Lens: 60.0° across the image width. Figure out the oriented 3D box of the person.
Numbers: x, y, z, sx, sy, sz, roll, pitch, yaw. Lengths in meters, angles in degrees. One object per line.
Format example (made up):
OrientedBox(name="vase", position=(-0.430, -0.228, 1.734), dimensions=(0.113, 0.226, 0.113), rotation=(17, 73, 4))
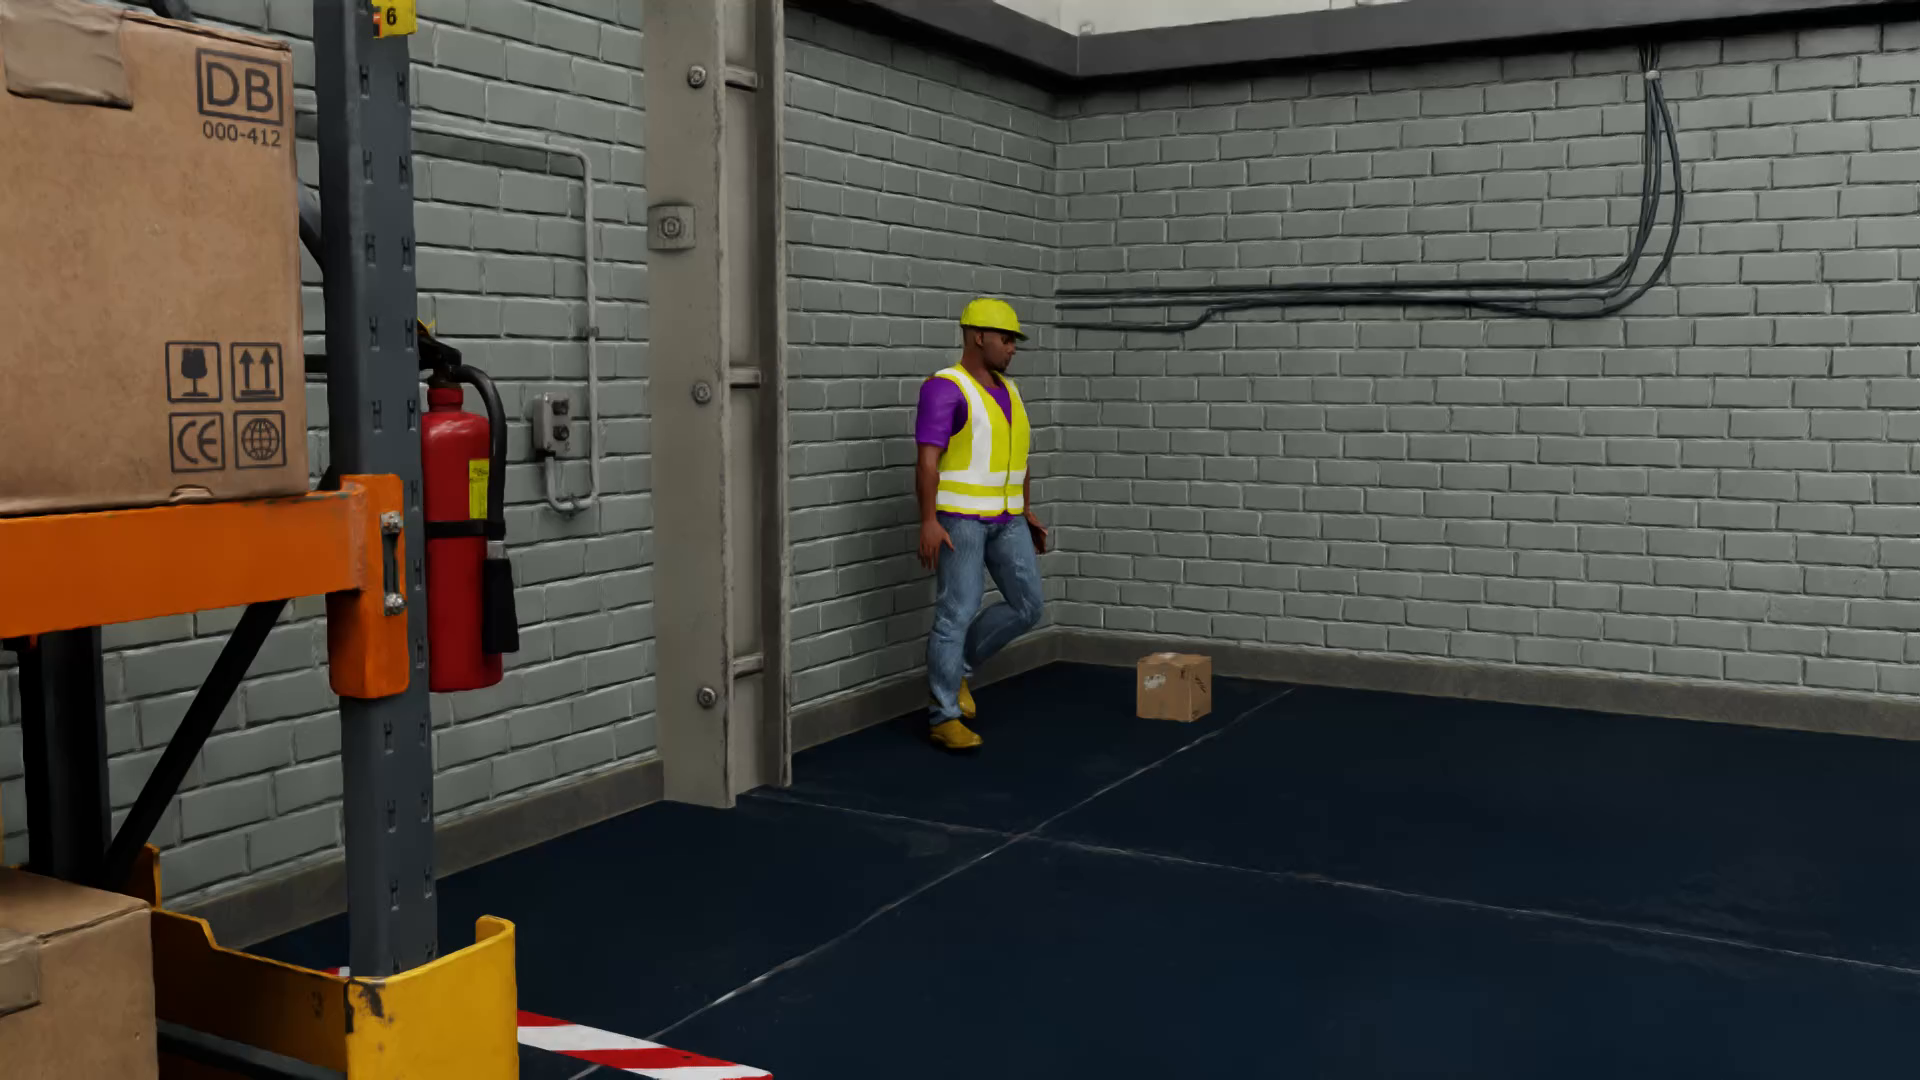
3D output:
OrientedBox(name="person", position=(0.049, -0.089, 6.719), dimensions=(0.494, 1.755, 0.648), rotation=(5, 8, 39))
